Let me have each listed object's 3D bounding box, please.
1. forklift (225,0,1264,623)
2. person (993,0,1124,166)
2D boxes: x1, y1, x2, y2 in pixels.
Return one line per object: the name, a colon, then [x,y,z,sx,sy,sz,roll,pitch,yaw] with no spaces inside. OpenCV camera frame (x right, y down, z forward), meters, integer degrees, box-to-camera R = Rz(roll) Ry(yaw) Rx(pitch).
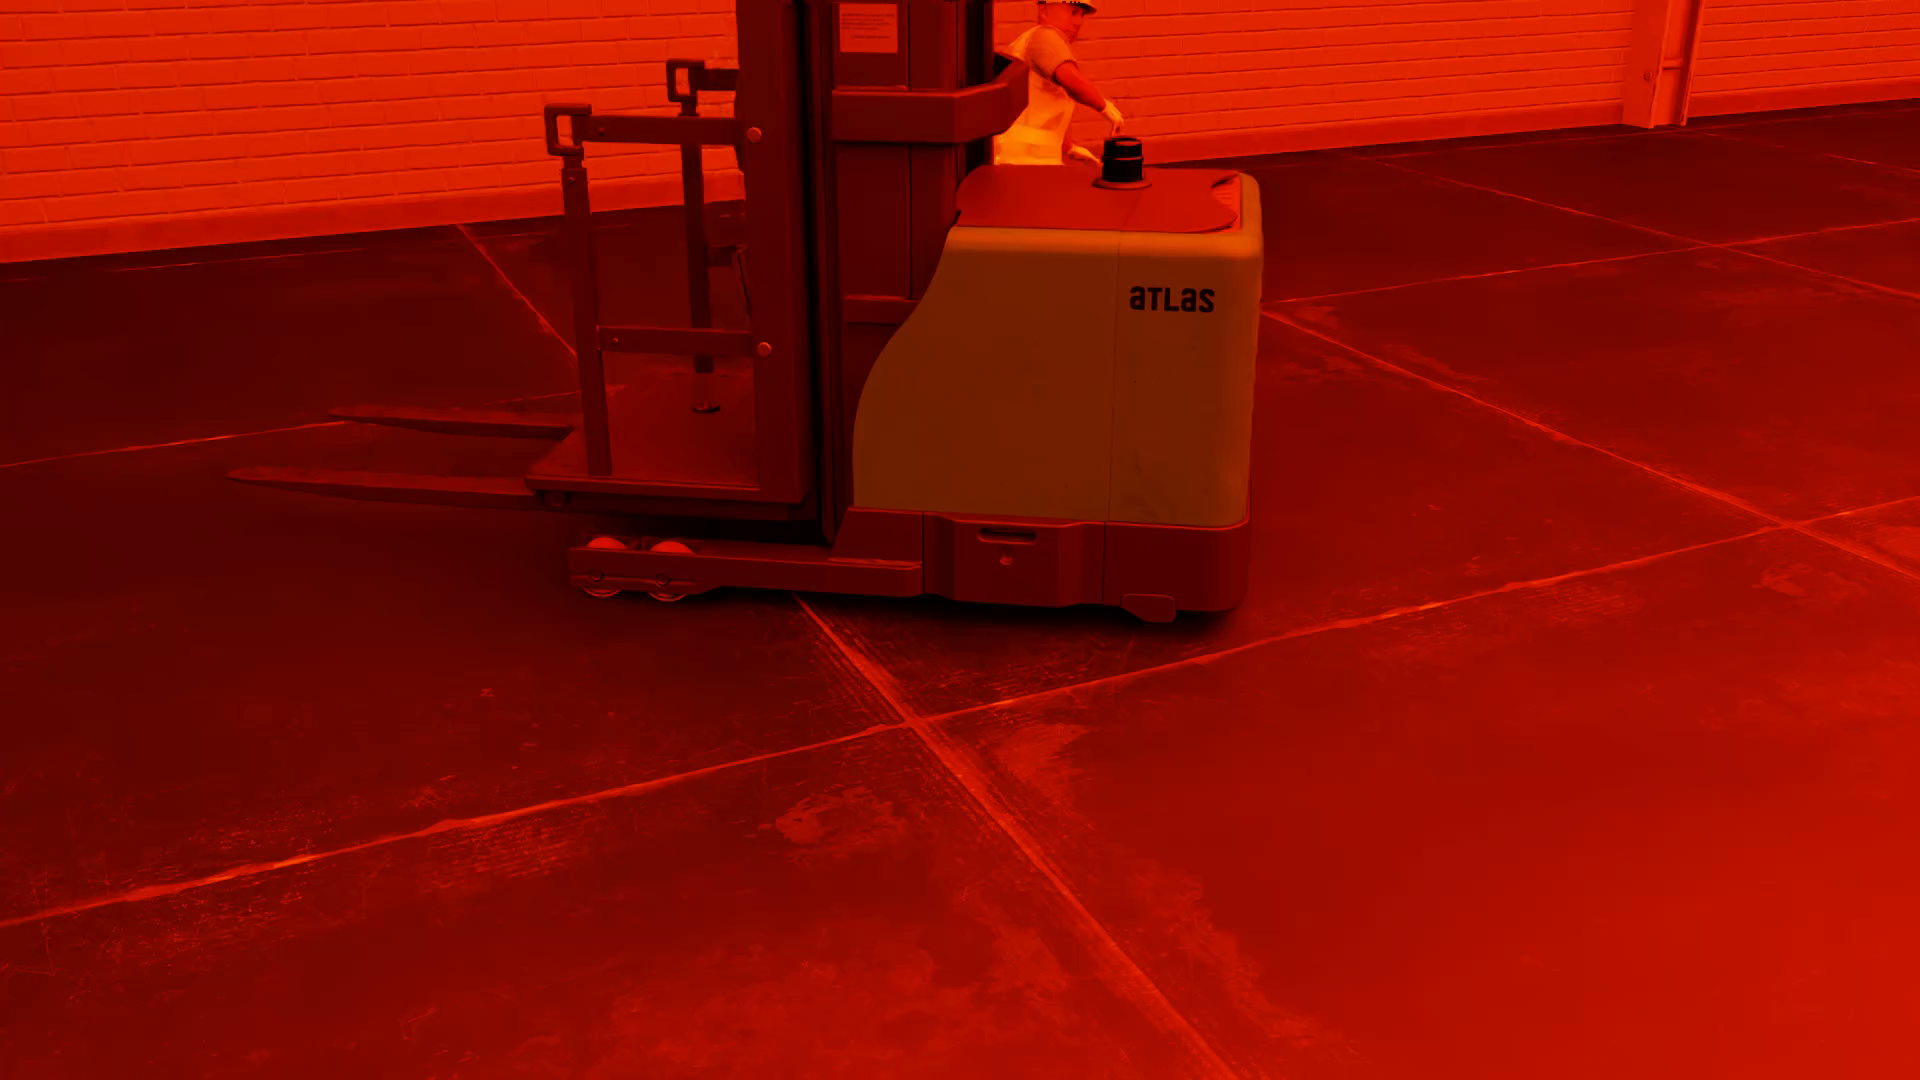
forklift: [-0.659,-1.375,4.597,3.031,2.935,1.130,3,23,8]
person: [0.426,-1.580,7.020,0.879,1.529,0.865,-13,26,-28]
